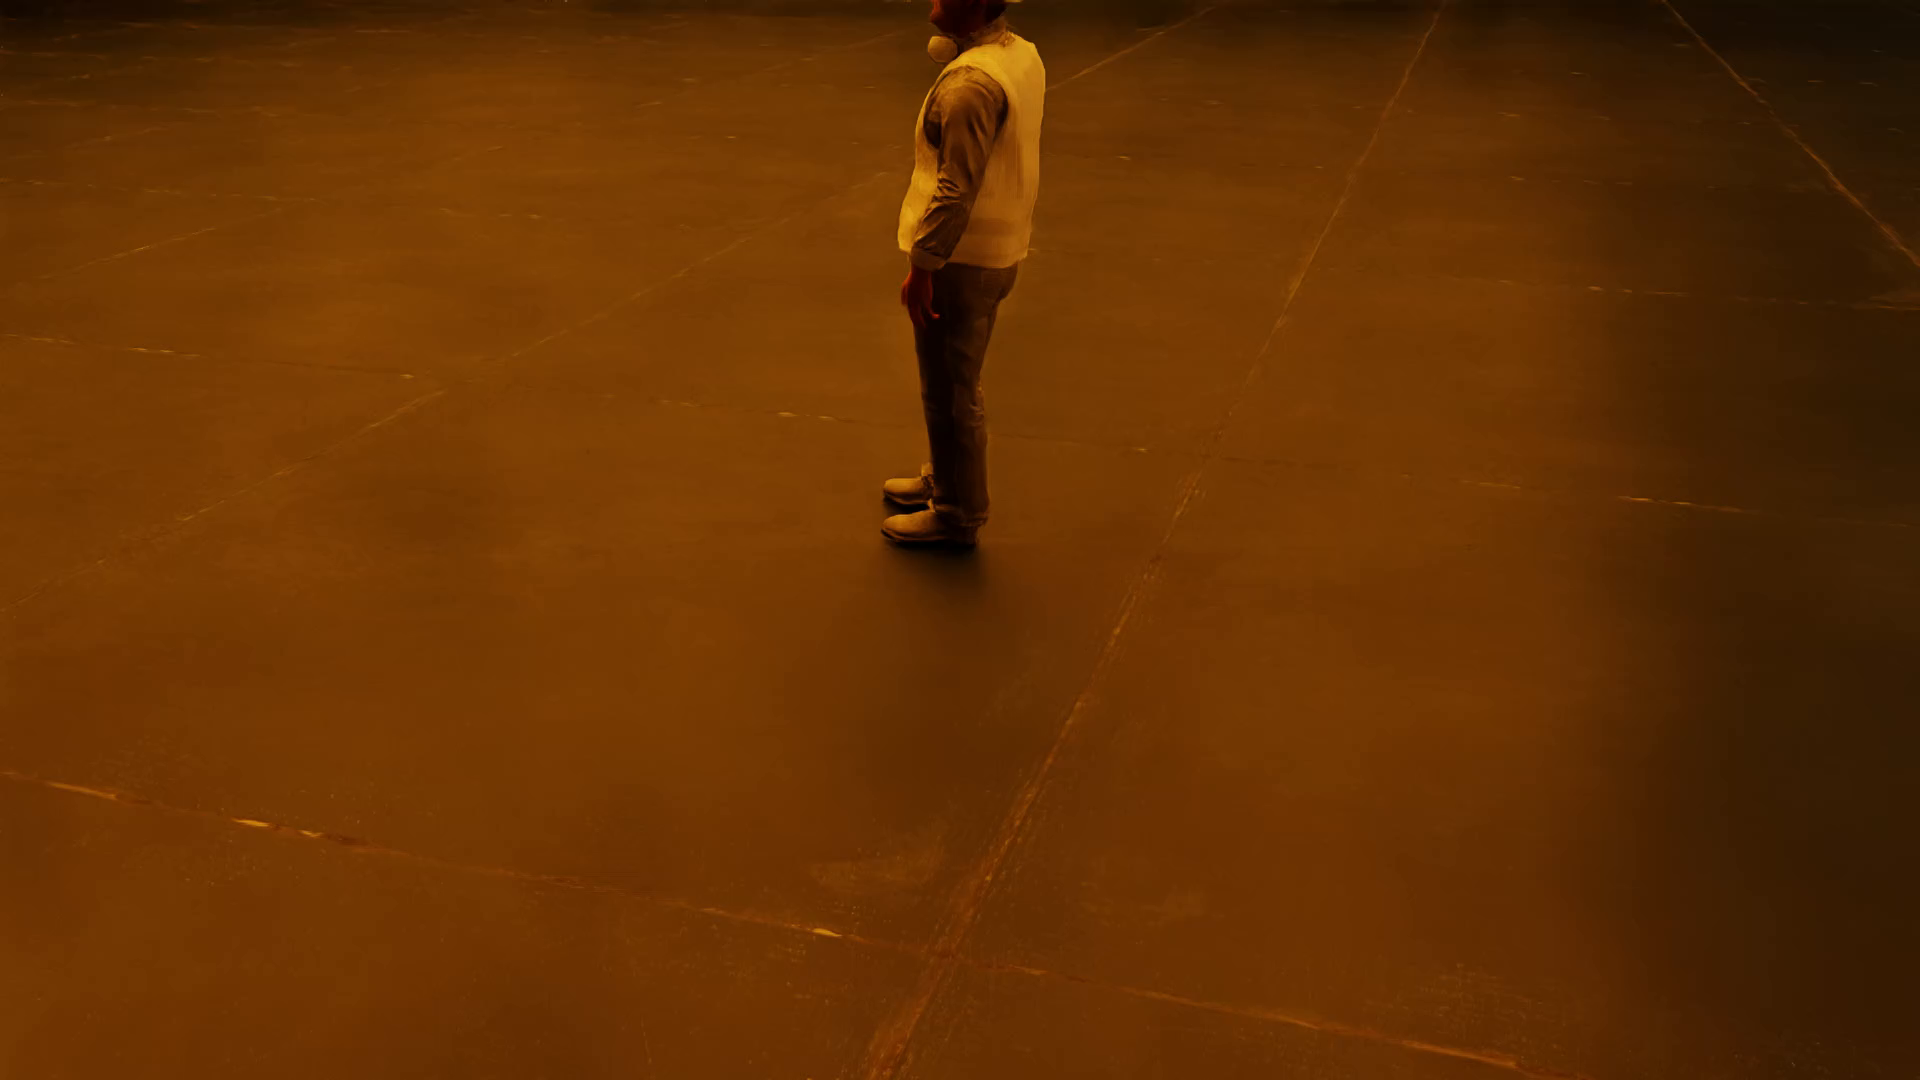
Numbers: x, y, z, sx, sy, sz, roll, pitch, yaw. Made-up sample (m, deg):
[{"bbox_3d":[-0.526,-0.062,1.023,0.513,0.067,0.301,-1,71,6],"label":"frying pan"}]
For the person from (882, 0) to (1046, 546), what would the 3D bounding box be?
[{"bbox_3d":[-0.057,-0.837,4.804,0.567,1.773,0.632,7,23,16],"label":"person"}]
